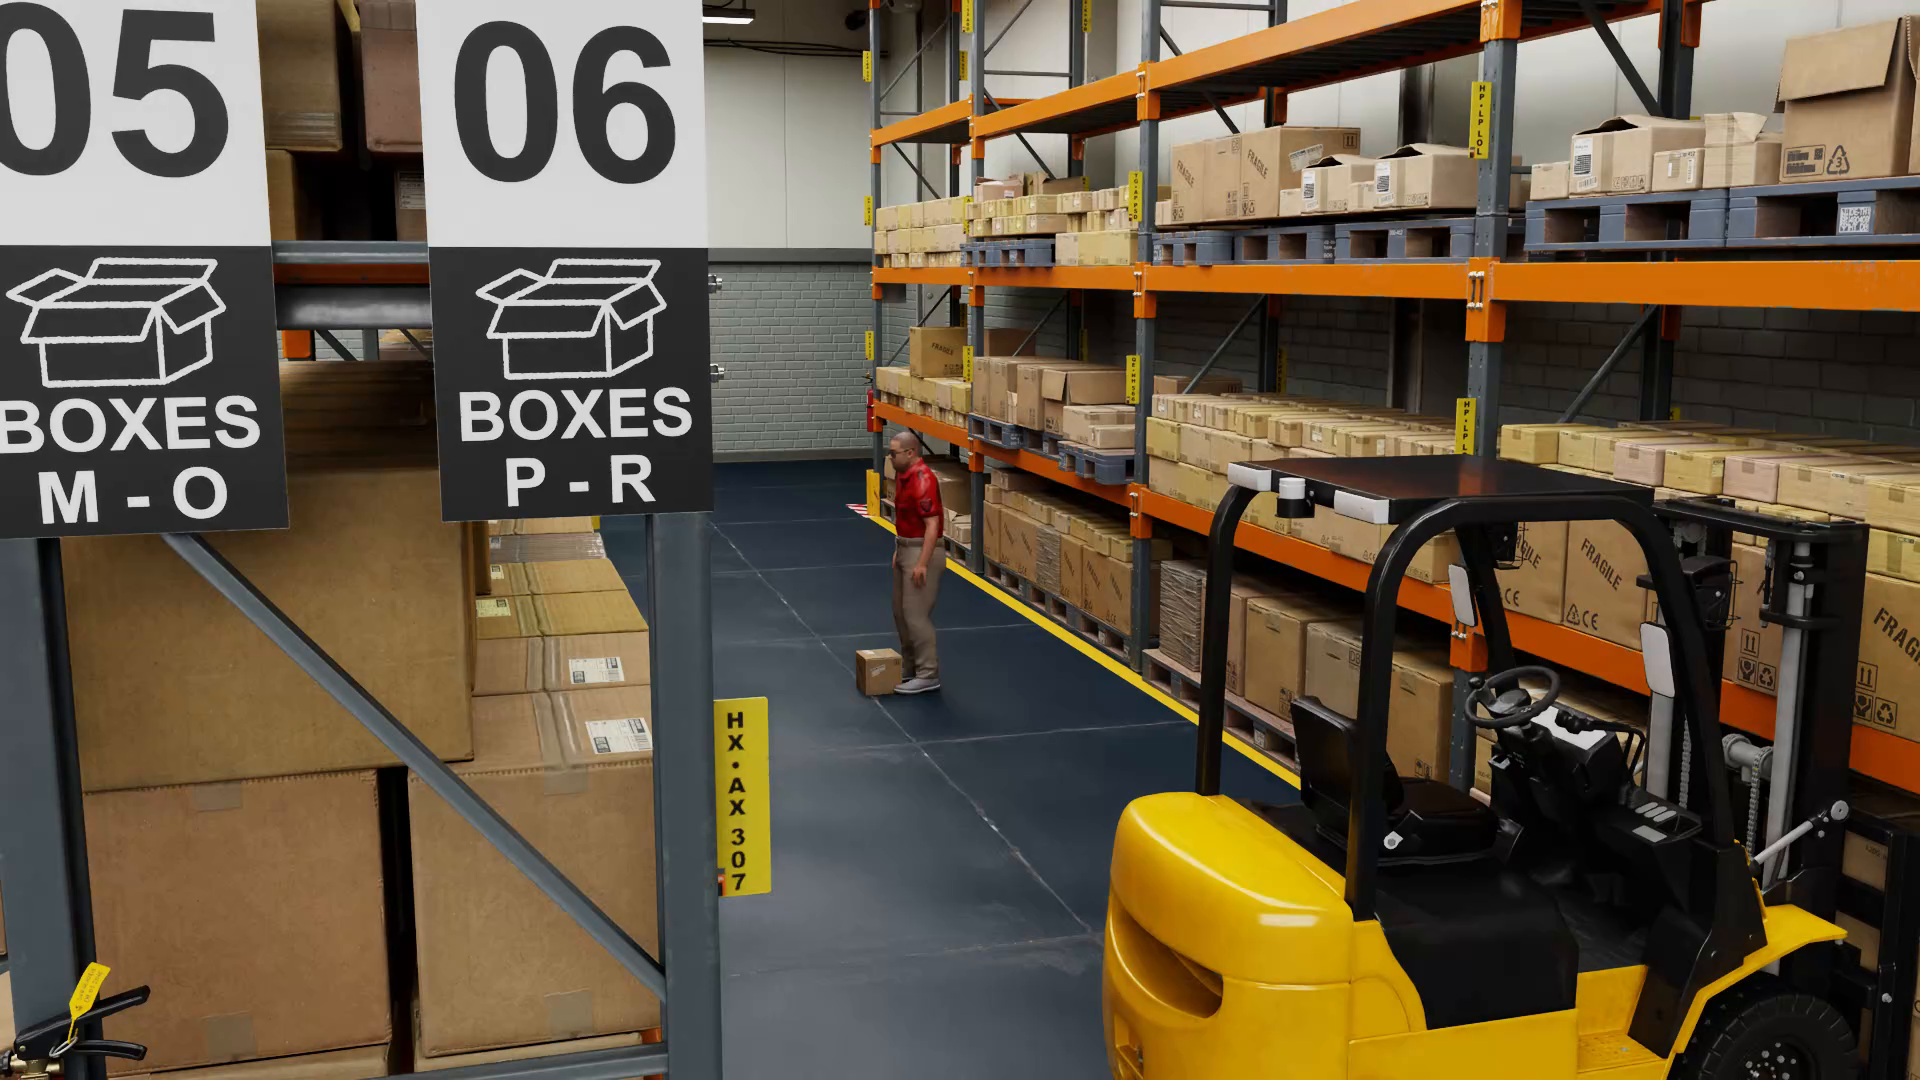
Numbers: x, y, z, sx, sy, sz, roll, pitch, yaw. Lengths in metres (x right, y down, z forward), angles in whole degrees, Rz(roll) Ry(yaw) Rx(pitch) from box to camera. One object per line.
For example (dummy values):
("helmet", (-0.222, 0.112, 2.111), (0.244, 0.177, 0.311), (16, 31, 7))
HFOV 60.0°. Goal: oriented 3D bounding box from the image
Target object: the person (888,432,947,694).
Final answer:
("person", (-0.302, 0.137, 11.068), (0.388, 1.726, 0.590), (-3, 10, -17))
